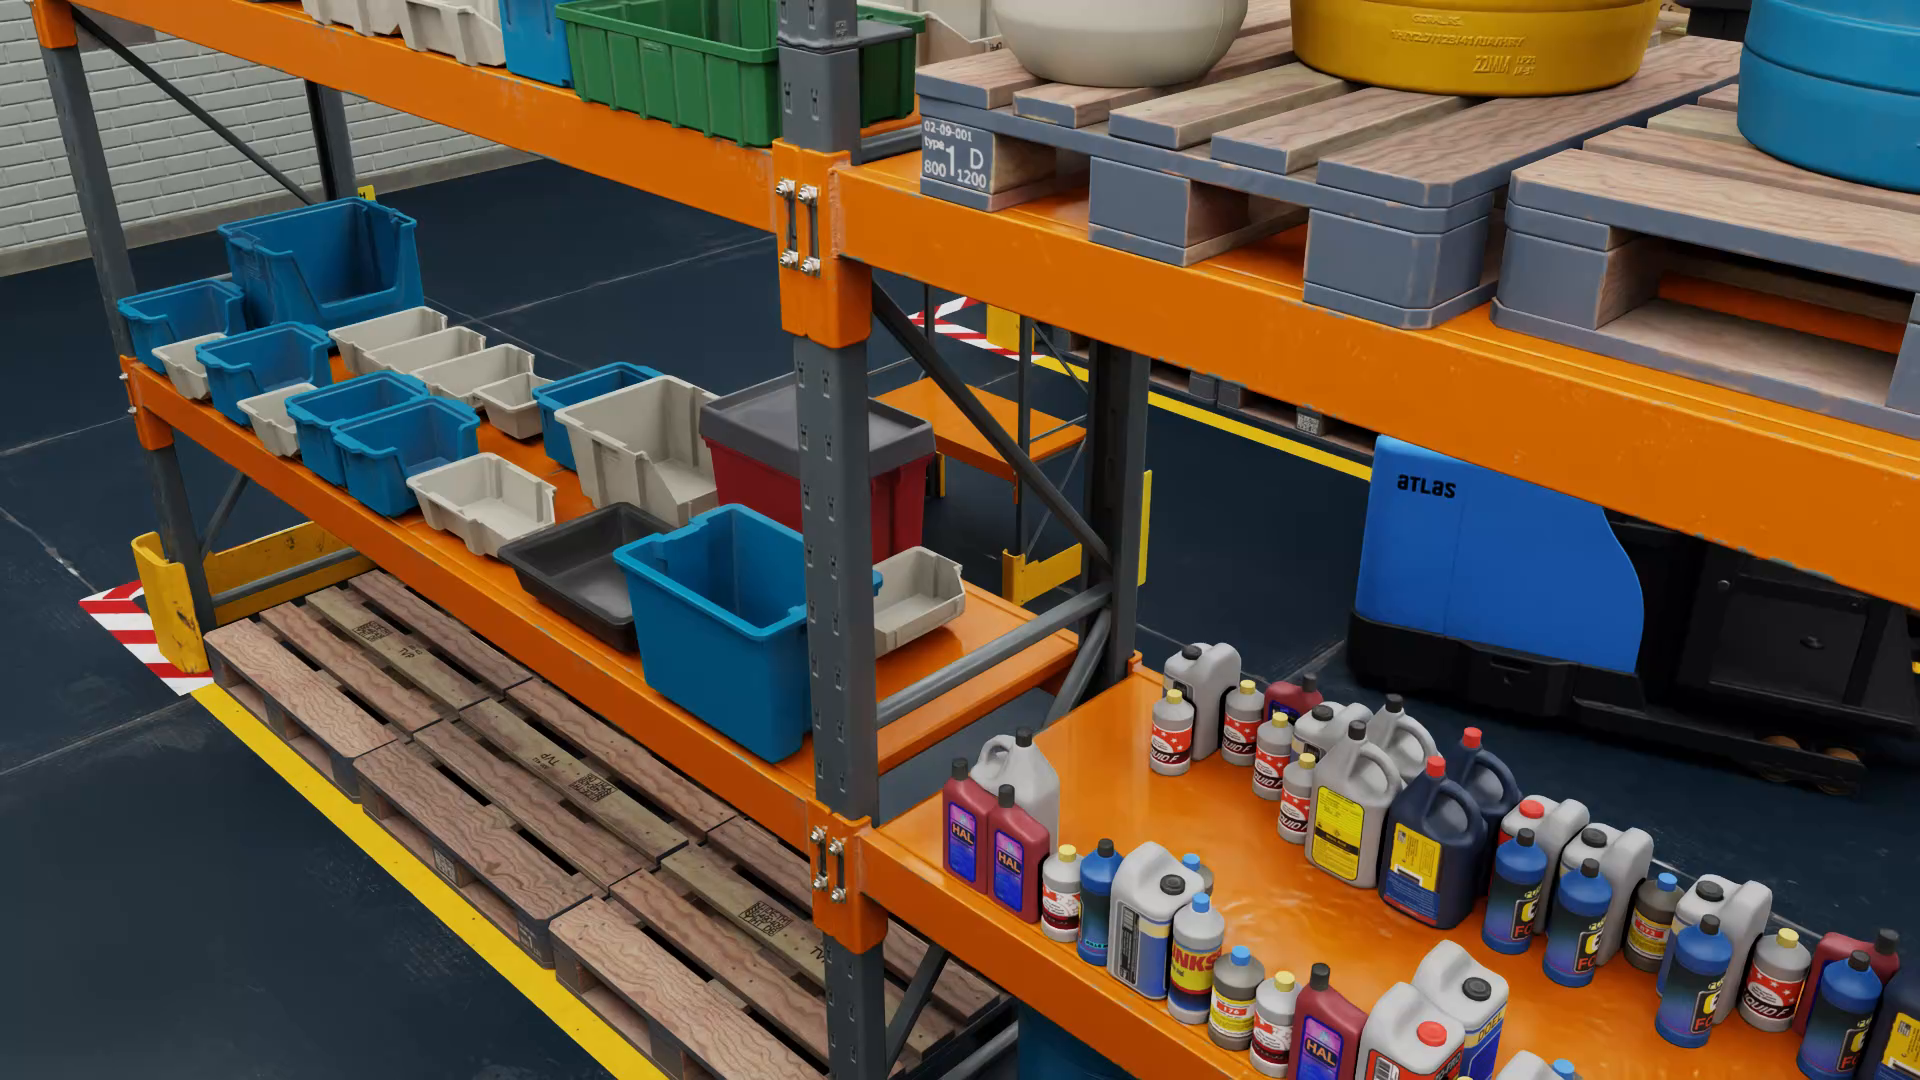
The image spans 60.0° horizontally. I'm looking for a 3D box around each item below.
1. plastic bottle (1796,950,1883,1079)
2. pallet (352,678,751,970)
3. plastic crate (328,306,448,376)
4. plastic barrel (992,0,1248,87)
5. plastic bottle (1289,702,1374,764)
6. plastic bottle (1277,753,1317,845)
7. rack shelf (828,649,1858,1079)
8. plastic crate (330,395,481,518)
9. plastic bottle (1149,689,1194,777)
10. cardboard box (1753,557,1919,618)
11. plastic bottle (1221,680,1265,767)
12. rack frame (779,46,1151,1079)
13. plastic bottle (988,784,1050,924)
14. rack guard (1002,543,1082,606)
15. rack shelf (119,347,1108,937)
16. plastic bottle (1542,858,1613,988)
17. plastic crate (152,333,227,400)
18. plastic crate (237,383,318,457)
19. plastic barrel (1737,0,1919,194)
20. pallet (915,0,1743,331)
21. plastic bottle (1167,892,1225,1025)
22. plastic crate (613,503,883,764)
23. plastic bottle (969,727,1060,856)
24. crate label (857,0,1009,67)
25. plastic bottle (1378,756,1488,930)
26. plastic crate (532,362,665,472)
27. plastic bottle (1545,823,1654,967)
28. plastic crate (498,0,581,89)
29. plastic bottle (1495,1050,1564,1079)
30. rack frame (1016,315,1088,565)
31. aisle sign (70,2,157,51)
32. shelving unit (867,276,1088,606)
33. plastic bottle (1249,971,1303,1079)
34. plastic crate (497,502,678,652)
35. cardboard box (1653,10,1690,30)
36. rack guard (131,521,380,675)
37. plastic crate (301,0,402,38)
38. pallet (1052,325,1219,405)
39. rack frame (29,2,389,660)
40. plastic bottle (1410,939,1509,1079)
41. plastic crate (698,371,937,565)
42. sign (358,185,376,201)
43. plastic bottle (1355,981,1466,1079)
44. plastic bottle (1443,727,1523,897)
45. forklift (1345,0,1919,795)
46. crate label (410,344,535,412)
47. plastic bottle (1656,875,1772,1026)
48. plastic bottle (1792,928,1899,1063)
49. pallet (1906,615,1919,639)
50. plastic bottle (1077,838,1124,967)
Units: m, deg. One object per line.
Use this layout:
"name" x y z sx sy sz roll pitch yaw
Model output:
"plastic bottle" 1.607 0.861 3.028 0.097 0.271 0.097 0 28 0
"pallet" -1.362 0.896 5.819 1.213 0.211 1.003 25 36 38
"plastic crate" -2.081 -0.722 6.119 0.243 0.136 0.396 25 36 38
"plastic barrel" 0.263 -1.032 2.669 0.433 0.535 0.433 0 28 0
"plastic bottle" 0.831 0.482 3.743 0.135 0.276 0.152 25 36 38
"plastic bottle" 0.757 0.563 3.670 0.097 0.201 0.097 0 28 0
"rack shelf" 1.489 1.258 2.907 4.000 0.370 1.077 25 36 38
"plastic crate" -1.691 -0.253 5.124 0.300 0.233 0.416 25 36 38
"plastic bottle" 0.497 0.444 3.897 0.097 0.201 0.097 0 28 0
"cardboard box" 4.006 -0.400 7.119 0.875 0.875 1.225 25 36 39
"plastic bottle" 0.673 0.425 3.932 0.097 0.201 0.097 0 28 0
"rack frame" 0.063 0.287 3.981 0.127 3.000 1.000 25 36 38
"plastic bottle" 0.121 0.643 3.429 0.133 0.283 0.061 25 36 38
"rack guard" 0.409 0.077 7.335 0.087 0.250 0.587 25 36 38
"rack shelf" -1.363 -0.047 5.390 4.000 0.370 1.077 25 36 38
"plastic bottle" 1.213 0.740 3.257 0.097 0.271 0.097 0 28 0
"plastic crate" -2.673 -0.606 5.898 0.298 0.136 0.250 25 36 38
"plastic crate" -2.189 -0.385 5.477 0.298 0.136 0.250 25 36 38
"plastic barrel" 1.388 -0.942 2.106 0.708 0.901 0.600 25 36 38
"pallet" 0.691 -0.734 2.902 1.003 0.211 1.213 25 36 38
"plastic bottle" 0.451 0.788 3.167 0.097 0.271 0.097 0 28 0
"plastic crate" -0.509 0.228 4.045 0.575 0.384 0.392 25 36 38
"plastic bottle" 0.116 0.544 3.545 0.185 0.351 0.144 25 36 38
"crate label" -0.083 -1.179 3.830 0.466 0.136 0.293 25 36 38
"plastic bottle" 0.979 0.608 3.423 0.185 0.351 0.144 25 36 38
"plastic crate" -1.145 -0.386 5.376 0.300 0.233 0.416 25 36 38
"plastic bottle" 1.287 0.691 3.346 0.135 0.276 0.152 25 36 38
"plastic crate" -0.810 -1.158 3.685 0.300 0.233 0.416 25 36 38
"plastic bottle" 0.952 0.997 2.764 0.135 0.276 0.152 25 36 38
"rack frame" 0.423 -0.470 7.033 0.032 1.500 0.500 25 36 38
"aisle sign" -3.049 -2.094 5.715 0.004 0.787 0.394 25 36 38
"shelving unit" 0.054 -0.639 7.354 1.083 1.500 0.587 25 36 38
"plastic bottle" 0.590 0.882 3.063 0.097 0.201 0.097 0 28 0
"plastic crate" -0.923 0.106 4.556 0.590 0.125 0.437 25 36 38
"cardboard box" 3.028 -2.158 7.667 0.500 0.500 0.500 25 36 38
"rack guard" -2.815 0.085 7.052 0.348 0.500 1.175 25 36 38
"plastic crate" -1.425 -1.468 4.223 0.530 0.282 0.437 25 36 38
"pallet" 1.309 -1.193 9.791 1.213 0.211 1.003 25 36 38
"rack frame" -2.789 -1.018 6.463 0.127 3.000 1.000 25 36 38
"plastic bottle" 0.893 0.871 3.004 0.135 0.276 0.152 25 36 38
"plastic crate" -0.398 -0.142 4.665 0.583 0.464 0.402 25 36 38
"sign" -2.415 -1.278 6.783 0.005 0.325 0.100 25 36 38
"plastic bottle" 0.787 0.922 2.908 0.135 0.276 0.152 25 36 38
"plastic bottle" 1.080 0.560 3.514 0.185 0.351 0.144 25 36 38
"forklift" 3.108 -0.659 5.854 3.031 2.935 1.130 12 30 21
"crate label" -1.668 -0.540 5.773 0.243 0.136 0.396 25 36 38
"plastic bottle" 1.452 0.767 3.202 0.135 0.276 0.152 25 36 38
"plastic bottle" 1.649 0.824 3.086 0.133 0.283 0.061 25 36 38
"pallet" 4.139 0.104 7.325 1.213 0.211 1.003 25 36 38
"plastic bottle" 0.285 0.712 3.311 0.097 0.271 0.097 0 28 0
